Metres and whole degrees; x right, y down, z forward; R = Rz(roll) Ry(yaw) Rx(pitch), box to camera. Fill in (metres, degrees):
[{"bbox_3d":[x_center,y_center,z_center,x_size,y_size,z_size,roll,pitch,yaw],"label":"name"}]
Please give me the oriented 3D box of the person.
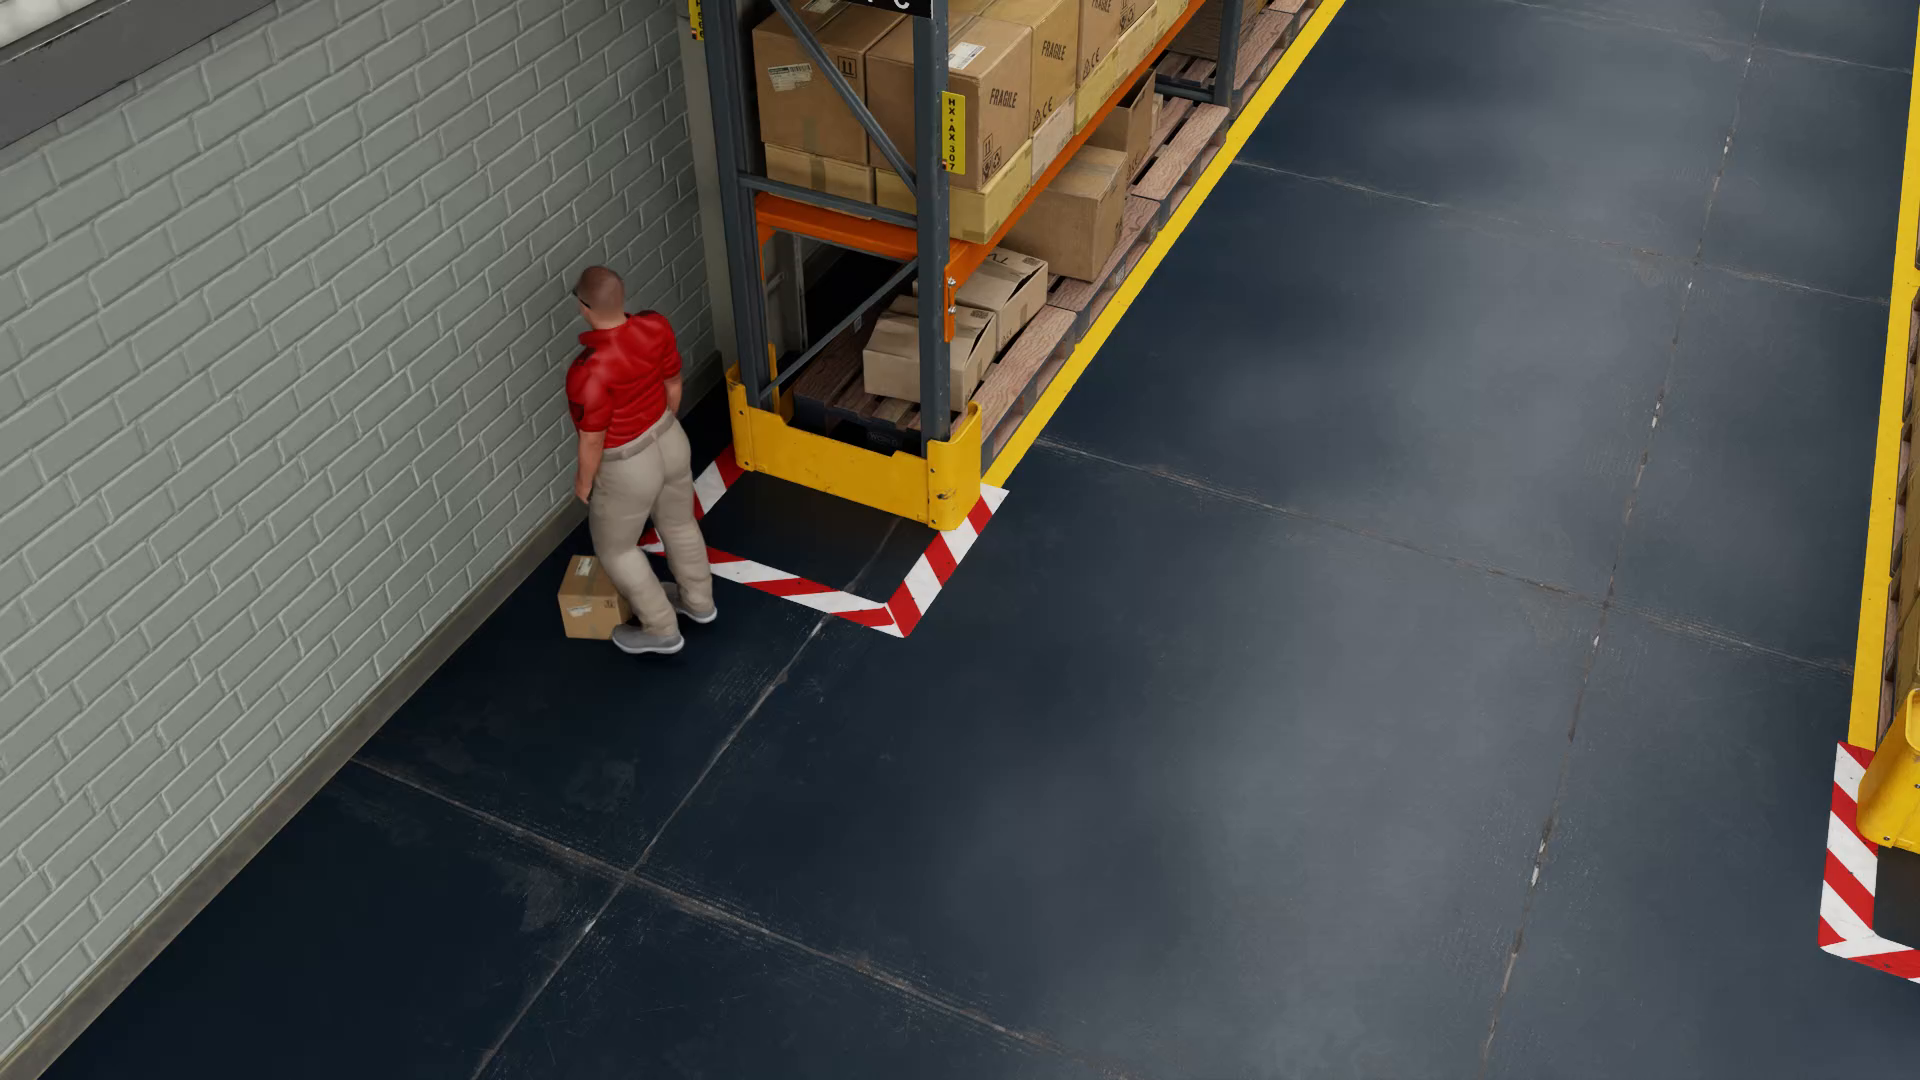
[{"bbox_3d":[-1.254,-0.311,6.500,0.424,1.717,0.552,23,47,24],"label":"person"}]
